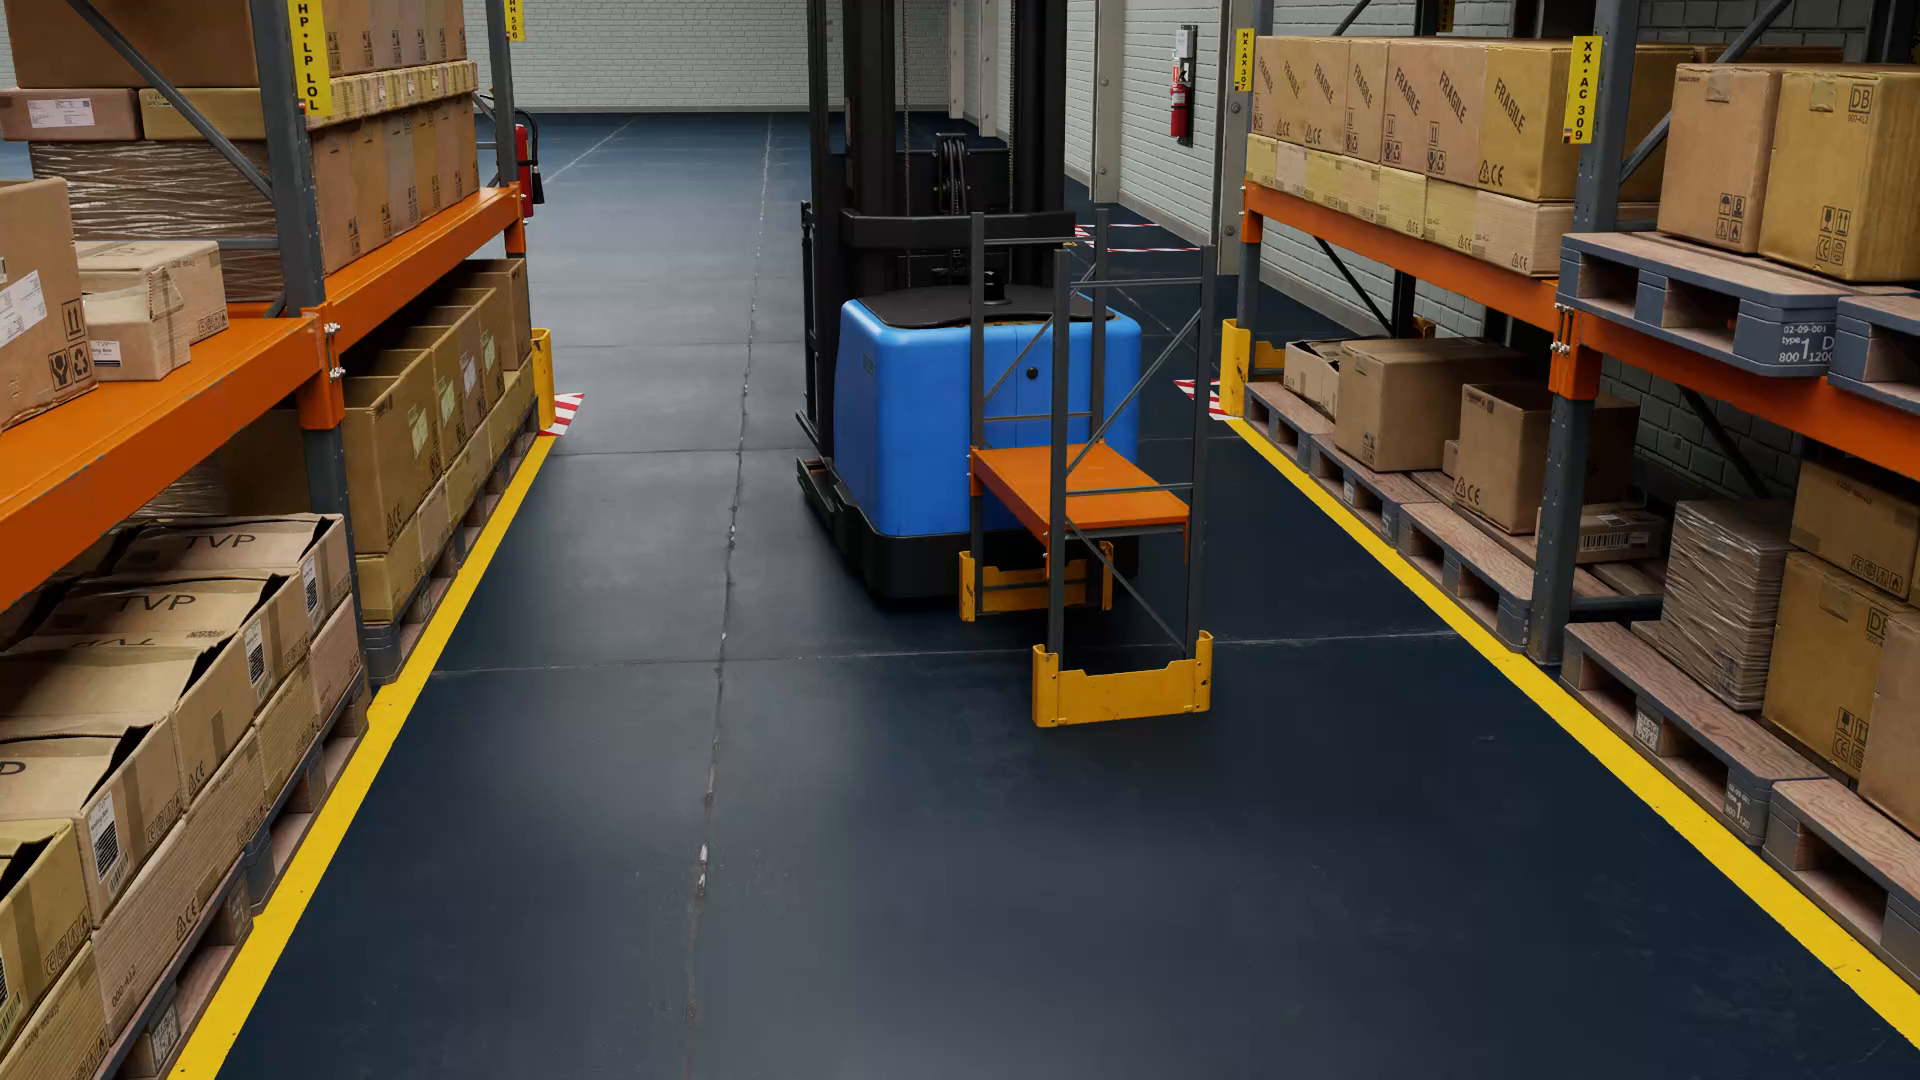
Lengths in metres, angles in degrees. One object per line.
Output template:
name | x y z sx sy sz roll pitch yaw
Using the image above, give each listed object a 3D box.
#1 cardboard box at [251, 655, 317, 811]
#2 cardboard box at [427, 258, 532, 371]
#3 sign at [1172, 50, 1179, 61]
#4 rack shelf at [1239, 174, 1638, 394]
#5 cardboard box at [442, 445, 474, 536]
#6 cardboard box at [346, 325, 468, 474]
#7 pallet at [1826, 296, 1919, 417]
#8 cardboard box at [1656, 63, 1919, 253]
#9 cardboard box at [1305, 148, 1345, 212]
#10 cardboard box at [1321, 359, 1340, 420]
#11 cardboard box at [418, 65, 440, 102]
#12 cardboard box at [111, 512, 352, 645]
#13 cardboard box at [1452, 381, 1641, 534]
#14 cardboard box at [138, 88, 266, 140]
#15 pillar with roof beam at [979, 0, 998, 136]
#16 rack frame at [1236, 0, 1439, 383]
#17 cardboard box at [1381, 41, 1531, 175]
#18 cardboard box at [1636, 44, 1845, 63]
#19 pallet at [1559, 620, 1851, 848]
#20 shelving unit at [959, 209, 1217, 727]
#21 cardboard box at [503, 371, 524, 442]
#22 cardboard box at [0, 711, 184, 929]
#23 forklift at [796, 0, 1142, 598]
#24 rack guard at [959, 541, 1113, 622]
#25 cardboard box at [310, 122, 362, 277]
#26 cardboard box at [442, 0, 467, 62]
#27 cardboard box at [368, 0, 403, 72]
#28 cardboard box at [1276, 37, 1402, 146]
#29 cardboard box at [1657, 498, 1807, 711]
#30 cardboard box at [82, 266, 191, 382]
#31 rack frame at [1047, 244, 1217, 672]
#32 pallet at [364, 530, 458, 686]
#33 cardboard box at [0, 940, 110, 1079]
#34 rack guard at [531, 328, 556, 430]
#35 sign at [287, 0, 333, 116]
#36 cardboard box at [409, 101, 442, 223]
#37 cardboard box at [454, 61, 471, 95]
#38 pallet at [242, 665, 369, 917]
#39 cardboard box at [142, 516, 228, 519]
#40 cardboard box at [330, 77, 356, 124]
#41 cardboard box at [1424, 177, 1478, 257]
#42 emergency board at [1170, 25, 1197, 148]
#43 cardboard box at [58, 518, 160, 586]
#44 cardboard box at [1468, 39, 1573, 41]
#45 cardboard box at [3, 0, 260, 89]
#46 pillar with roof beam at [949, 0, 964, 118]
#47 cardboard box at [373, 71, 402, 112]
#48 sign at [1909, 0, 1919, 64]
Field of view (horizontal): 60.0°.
cardboard box | -2.047 0.511 4.431 0.500 0.250 0.500 -2 18 -6
cardboard box | -2.489 -1.153 8.480 0.500 0.500 0.500 -2 18 -6
sign | 2.220 -4.991 17.123 0.001 0.109 0.331 -2 18 -6
rack shelf | 2.292 -1.273 7.424 1.077 0.370 4.000 -2 18 -6
cardboard box | -2.267 -0.200 6.696 0.500 0.250 0.500 -2 18 -6
cardboard box | -2.268 -0.558 6.584 0.500 0.500 0.500 -2 18 -6
pallet | 2.666 -0.325 3.525 1.003 0.211 1.213 -2 18 -6
cardboard box | 2.517 -1.125 4.851 0.700 0.500 0.500 -2 18 -5
cardboard box | 1.935 -1.688 7.764 0.500 0.250 0.500 -2 18 -7
cardboard box | 2.127 -0.760 8.345 0.500 0.311 0.500 0 17 -1
cardboard box | -2.506 -1.999 7.288 0.380 0.149 0.250 -1 17 -4
cardboard box | -2.101 0.090 4.836 0.500 0.311 0.500 -2 18 -6
cardboard box | 2.352 -0.345 6.708 0.500 0.500 0.500 -3 18 -10
cardboard box | -2.263 -1.309 5.089 0.380 0.149 0.250 -2 18 -6
pillar with roof beam | -3.739 -11.910 30.089 9.100 9.000 0.400 -2 18 -6
rack frame | 2.086 -2.212 9.214 1.000 3.000 0.127 -2 18 -6
cardboard box | 2.044 -1.746 6.696 0.500 0.500 0.500 -2 18 -7
cardboard box | 2.658 -1.462 5.792 0.500 0.500 0.500 -2 18 -7
pallet | 2.581 0.542 5.097 1.003 0.211 1.213 -2 18 -6
shelving unit | 0.405 -0.297 5.618 0.587 1.500 1.083 -4 18 -13
cardboard box | -2.428 -0.647 8.119 0.500 0.250 0.500 -2 18 -6
cardboard box | -1.944 0.543 3.392 0.500 0.311 0.500 -2 18 -6
forklift | -0.150 -1.581 7.321 1.130 2.935 3.031 -4 18 -13
rack guard | 0.288 0.155 6.267 0.587 0.250 0.087 -4 18 -13
cardboard box | -2.541 -1.202 5.833 0.700 0.500 0.500 -2 18 -6
cardboard box | -2.800 -2.569 8.019 0.700 0.500 0.500 -2 18 -5
cardboard box | -2.636 -2.113 6.567 0.700 0.500 0.500 -2 18 -6
cardboard box | 1.878 -2.208 8.169 0.500 0.500 0.500 -2 18 -5
cardboard box | 2.591 0.182 5.030 0.700 0.500 0.500 -1 17 -4
cardboard box | -2.155 -0.545 4.131 0.396 0.266 0.258 -2 18 -7
rack frame | 0.523 -0.151 5.155 0.500 1.500 0.032 -4 18 -13
pallet | -2.468 0.226 6.104 1.003 0.211 1.213 -2 18 -6
cardboard box | -1.890 0.968 2.976 0.500 0.250 0.500 -2 18 -7
rack guard | -2.843 -0.872 9.120 1.175 0.500 0.348 -2 18 -6
sign | -1.889 -1.400 4.828 0.100 0.325 0.005 -2 18 -6
cardboard box | -2.701 -1.661 7.294 0.700 0.500 0.500 -2 18 -5
cardboard box | -2.583 -2.229 8.019 0.380 0.149 0.250 -1 17 -4
pallet | -2.313 0.683 4.649 1.003 0.211 1.213 -2 18 -6
cardboard box | -2.735 -0.035 6.170 0.500 0.250 0.500 -2 18 -6
cardboard box | -2.346 -1.539 5.821 0.380 0.149 0.250 -2 18 -6
cardboard box | 2.105 -1.238 6.331 0.500 0.250 0.500 -2 18 -5
emergency board | 2.183 -4.555 16.678 0.194 1.169 0.643 -2 18 -6
cardboard box | -2.633 0.109 4.775 0.500 0.311 0.500 -2 18 -5
cardboard box | 2.498 -1.919 7.248 0.500 0.500 0.500 -2 17 -5
cardboard box | -2.480 -1.665 5.138 0.700 0.500 0.500 -2 18 -5
pillar with roof beam | -4.357 -13.697 35.783 9.100 9.000 0.400 -2 18 -6
cardboard box | -2.427 -1.770 6.559 0.380 0.149 0.250 -2 18 -6
sign | 3.050 -1.591 5.303 0.100 0.325 0.005 -2 18 -6
